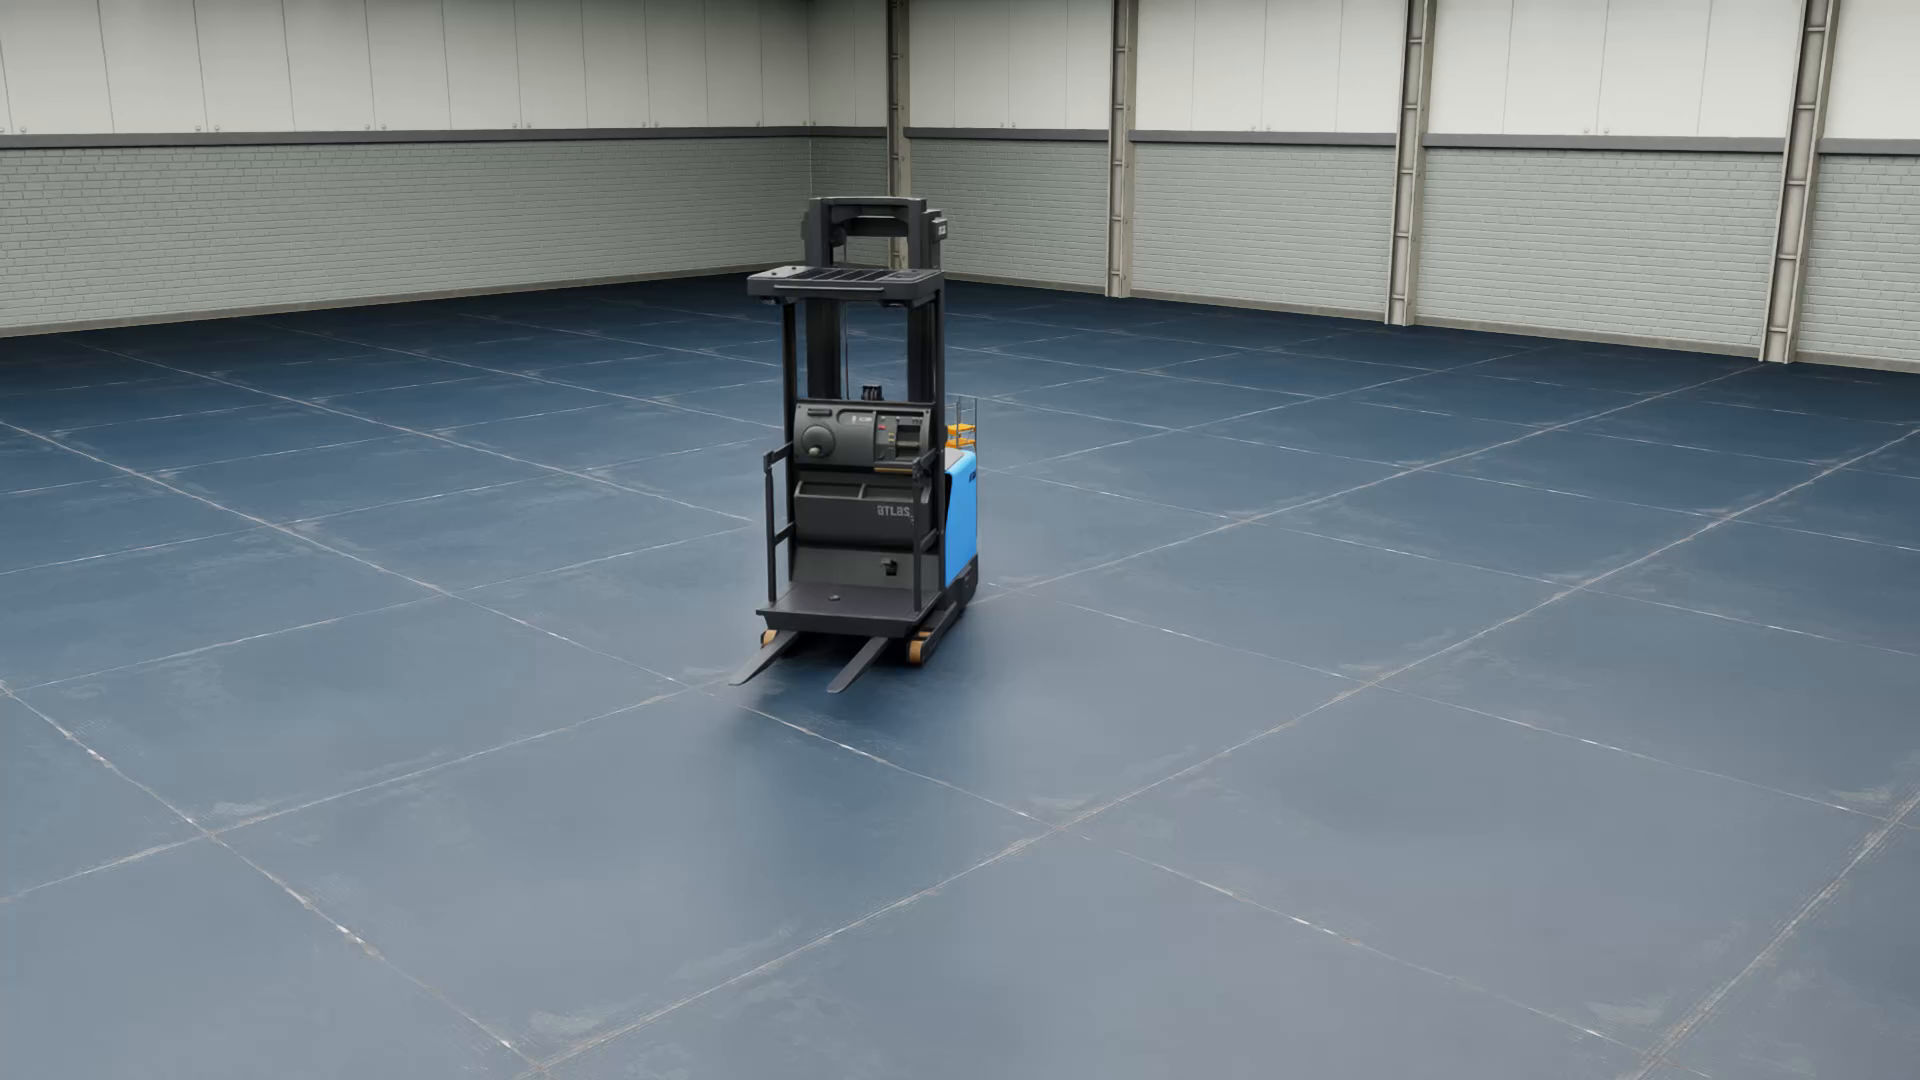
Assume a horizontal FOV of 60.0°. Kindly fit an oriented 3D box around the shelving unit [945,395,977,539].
[{"bbox_3d":[-0.010,-0.583,13.791,0.189,1.200,0.258,14,20,42],"label":"shelving unit"}]

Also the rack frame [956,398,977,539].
[{"bbox_3d":[0.055,-0.567,13.729,0.006,1.200,0.240,14,20,42],"label":"rack frame"}]

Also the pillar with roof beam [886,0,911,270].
[{"bbox_3d":[-4.285,-9.280,31.700,0.400,9.000,9.100,14,20,42],"label":"pillar with roof beam"}]

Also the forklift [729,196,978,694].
[{"bbox_3d":[-0.696,-0.707,10.833,1.130,2.935,3.031,3,15,13],"label":"forklift"}]

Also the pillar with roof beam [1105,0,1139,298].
[{"bbox_3d":[0.034,-8.230,27.670,0.400,9.000,9.100,14,20,42],"label":"pillar with roof beam"}]

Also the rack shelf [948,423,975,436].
[{"bbox_3d":[-0.010,-0.889,13.711,0.180,0.103,0.258,14,20,42],"label":"rack shelf"}]

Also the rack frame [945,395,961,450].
[{"bbox_3d":[-0.076,-0.599,13.852,0.006,1.200,0.240,14,20,42],"label":"rack frame"}]

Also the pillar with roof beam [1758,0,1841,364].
[{"bbox_3d":[8.673,-6.130,19.610,0.400,9.000,9.100,14,20,42],"label":"pillar with roof beam"}]

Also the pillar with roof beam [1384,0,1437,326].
[{"bbox_3d":[4.354,-7.180,23.640,0.400,9.000,9.100,14,20,42],"label":"pillar with roof beam"}]

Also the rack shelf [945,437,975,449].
[{"bbox_3d":[-0.010,-0.772,13.741,0.180,0.103,0.258,14,20,42],"label":"rack shelf"}]
